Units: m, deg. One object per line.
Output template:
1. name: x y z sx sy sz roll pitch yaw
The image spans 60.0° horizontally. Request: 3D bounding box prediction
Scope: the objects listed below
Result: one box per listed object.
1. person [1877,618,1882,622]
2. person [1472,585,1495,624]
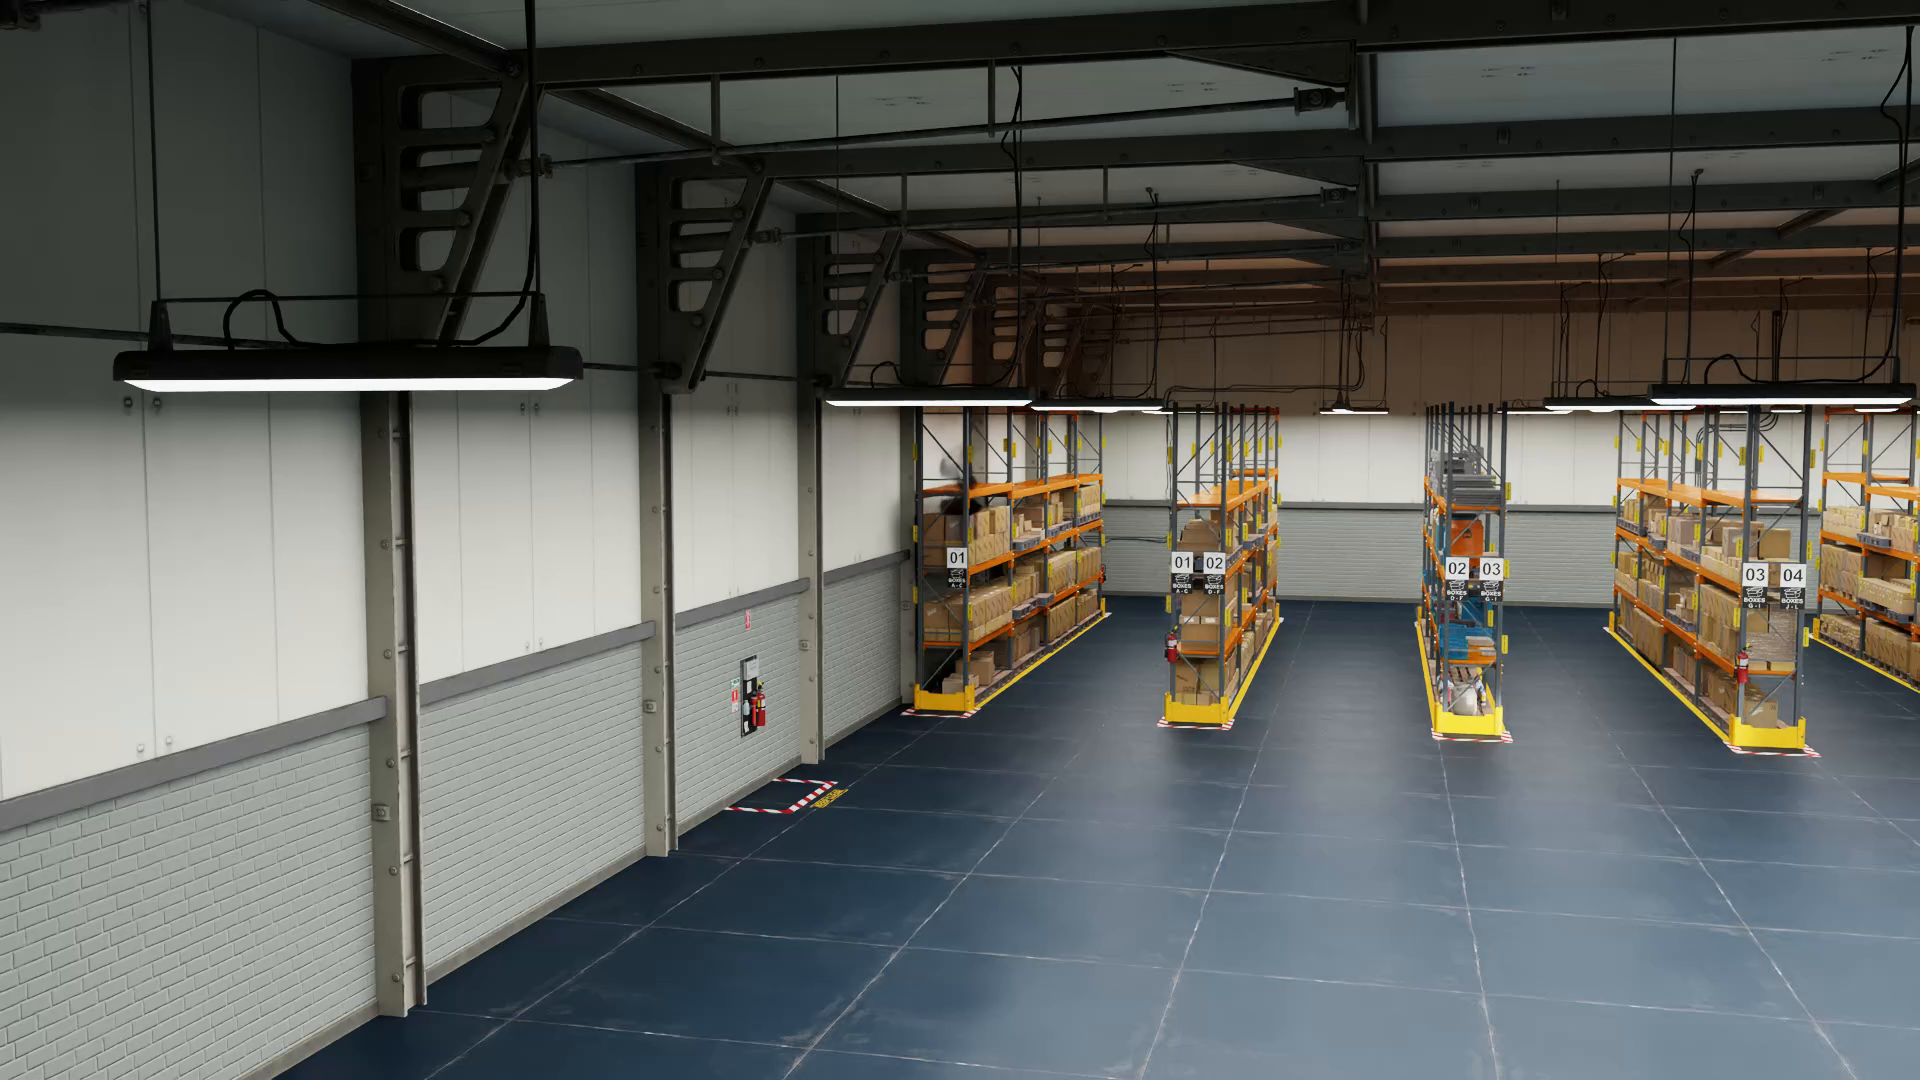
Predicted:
1. person: 24.136 1.661 43.178 0.693 1.848 0.806 -3 5 -34
2. person: 14.523 1.495 46.051 0.664 1.770 0.747 4 6 40
